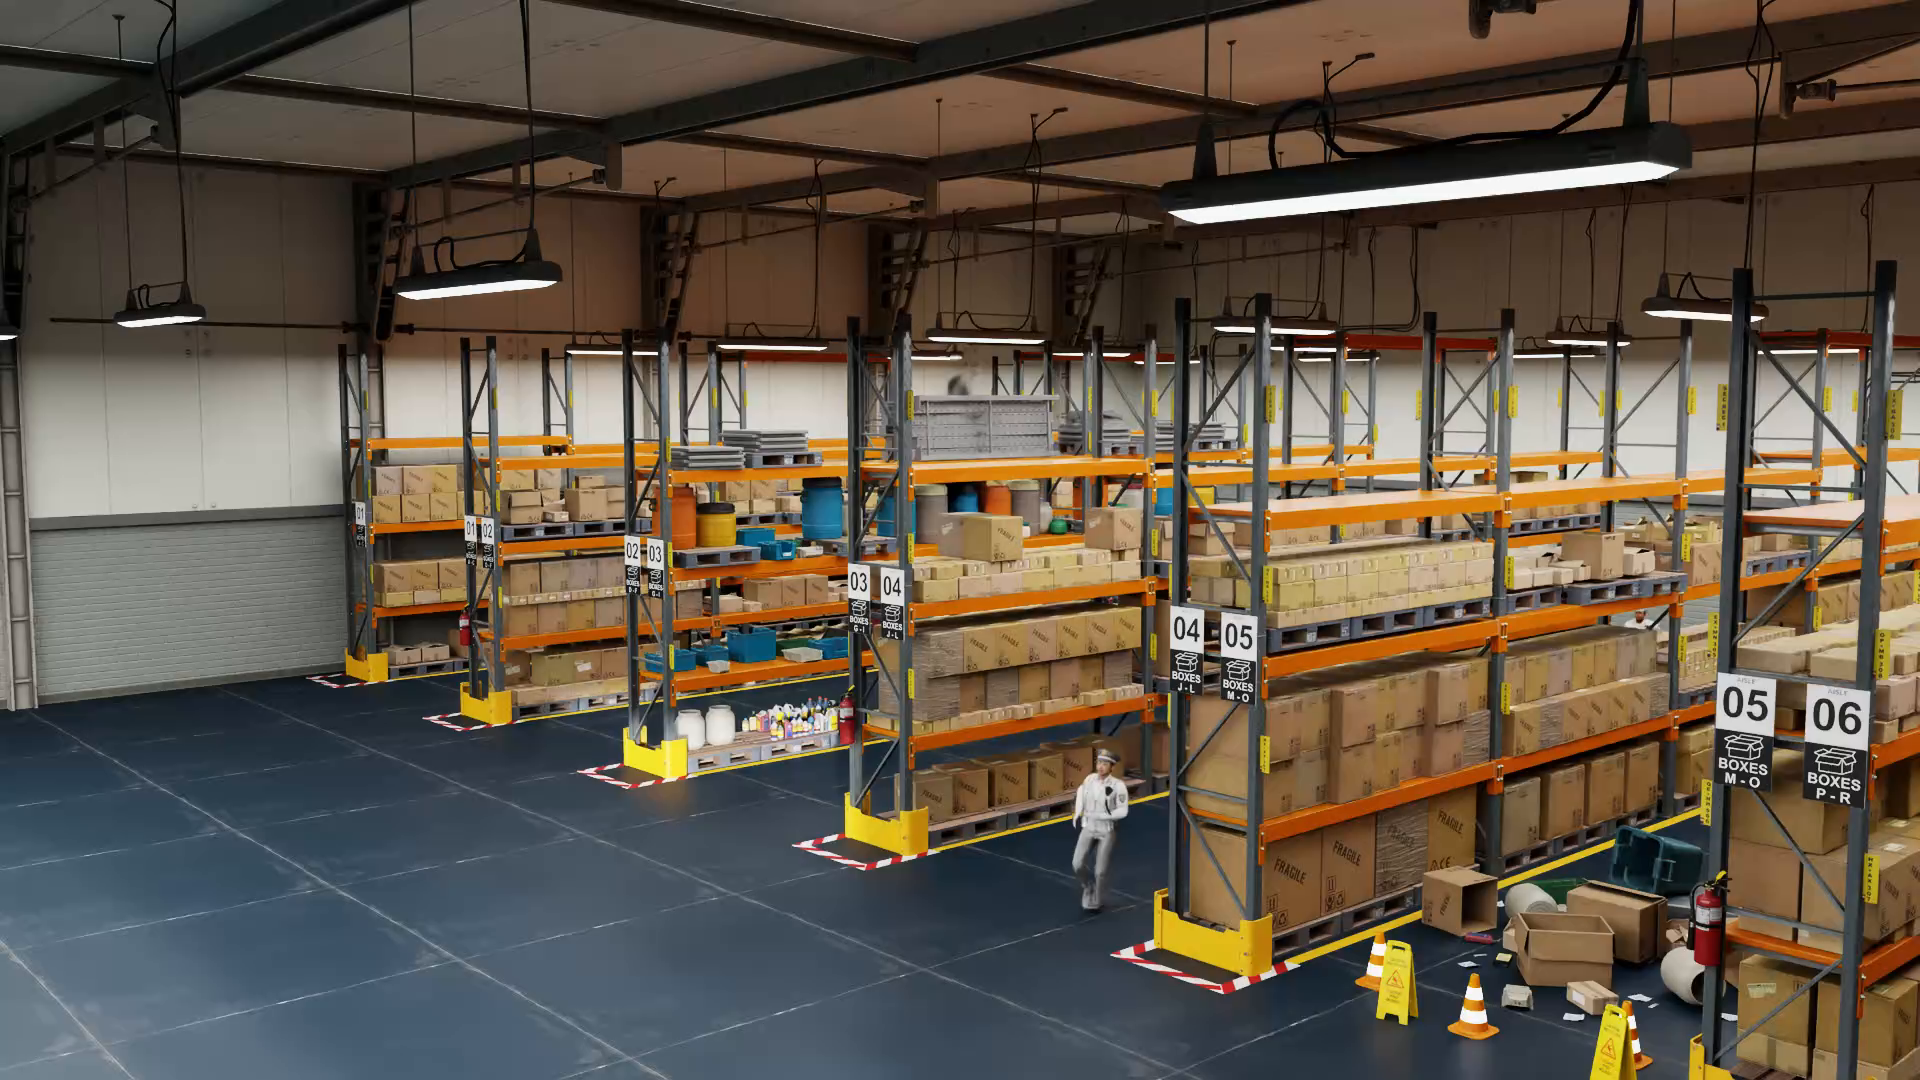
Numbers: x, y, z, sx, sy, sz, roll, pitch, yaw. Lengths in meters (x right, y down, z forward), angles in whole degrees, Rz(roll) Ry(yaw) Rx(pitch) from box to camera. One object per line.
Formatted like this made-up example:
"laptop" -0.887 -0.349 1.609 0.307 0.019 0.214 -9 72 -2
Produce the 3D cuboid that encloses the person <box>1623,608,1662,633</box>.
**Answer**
"person" 11.100 1.915 27.196 0.593 1.715 0.727 5 7 42

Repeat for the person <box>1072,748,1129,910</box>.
"person" 1.372 2.863 16.400 0.606 1.650 0.567 2 6 22
